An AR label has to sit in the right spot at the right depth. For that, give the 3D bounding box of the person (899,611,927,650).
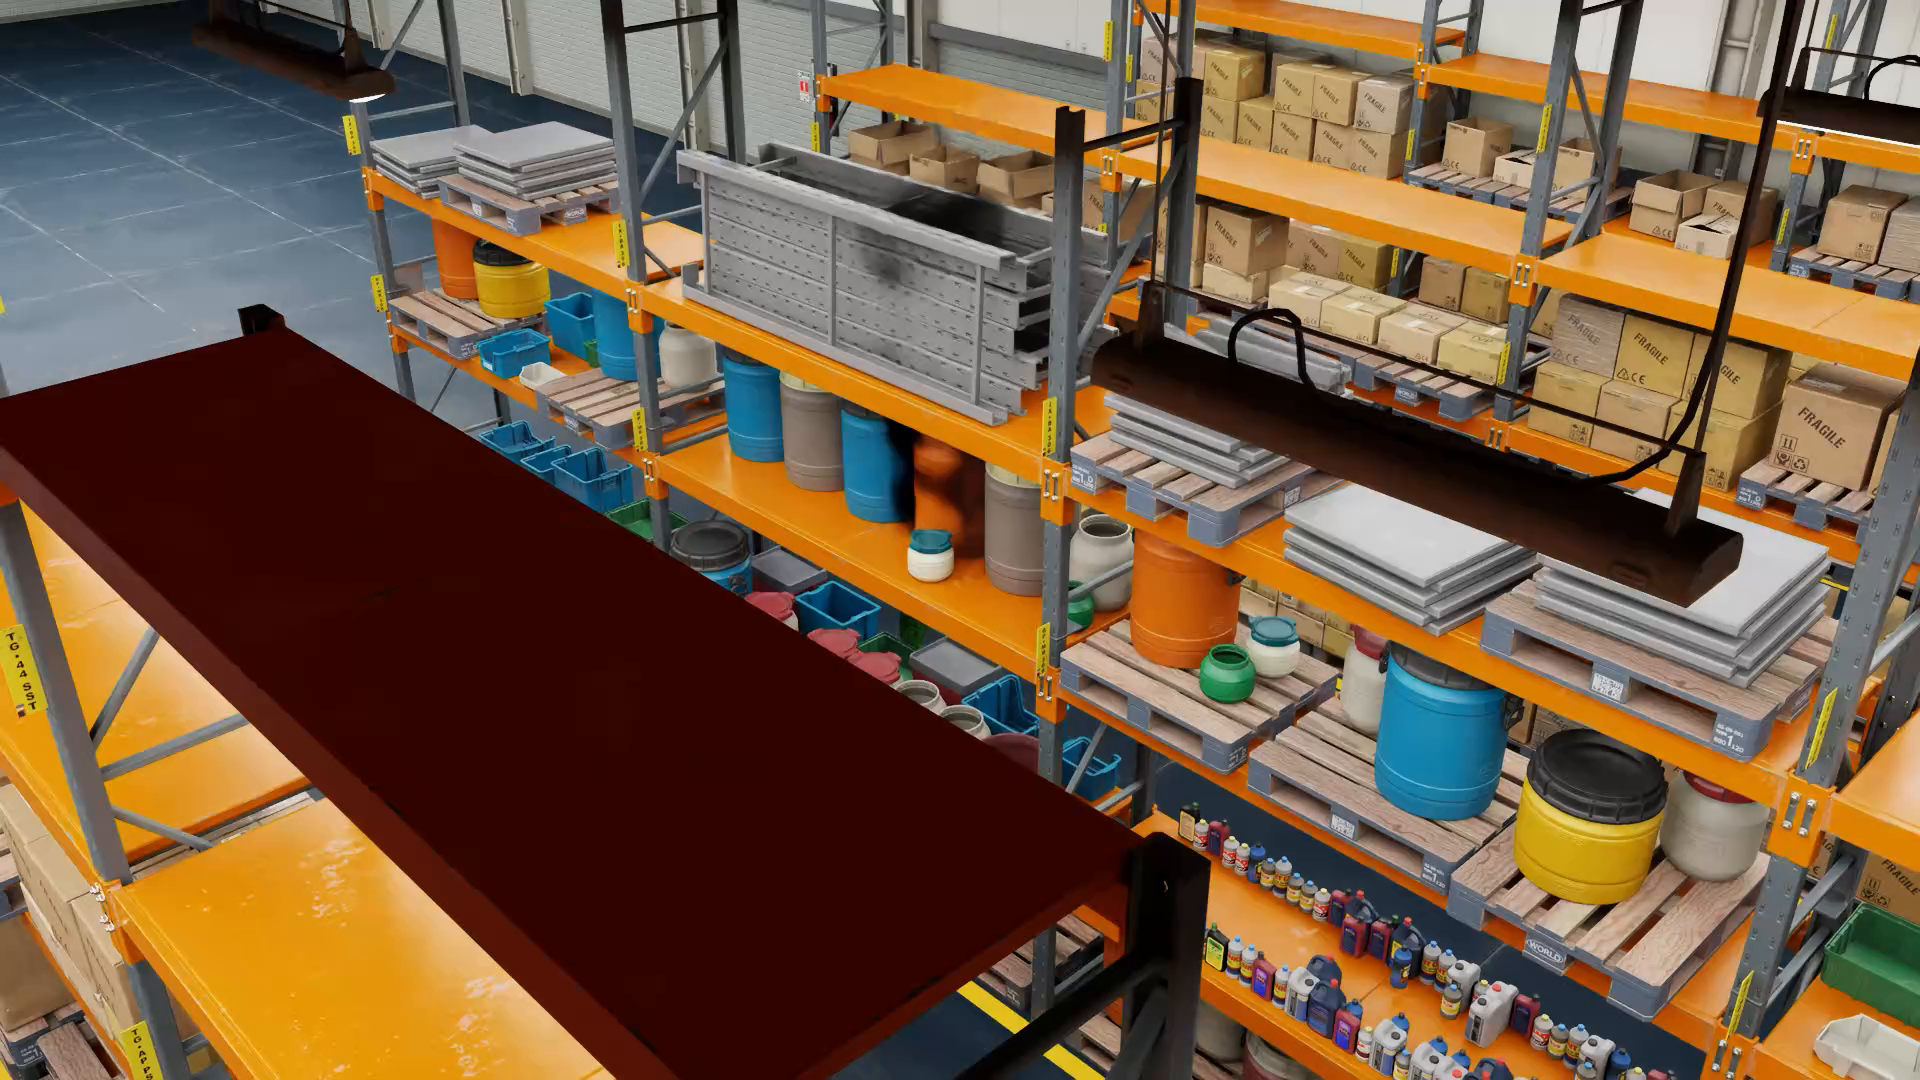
[{"bbox_3d":[-0.320,0.548,13.939,0.967,1.768,0.667,25,37,38],"label":"person"}]
